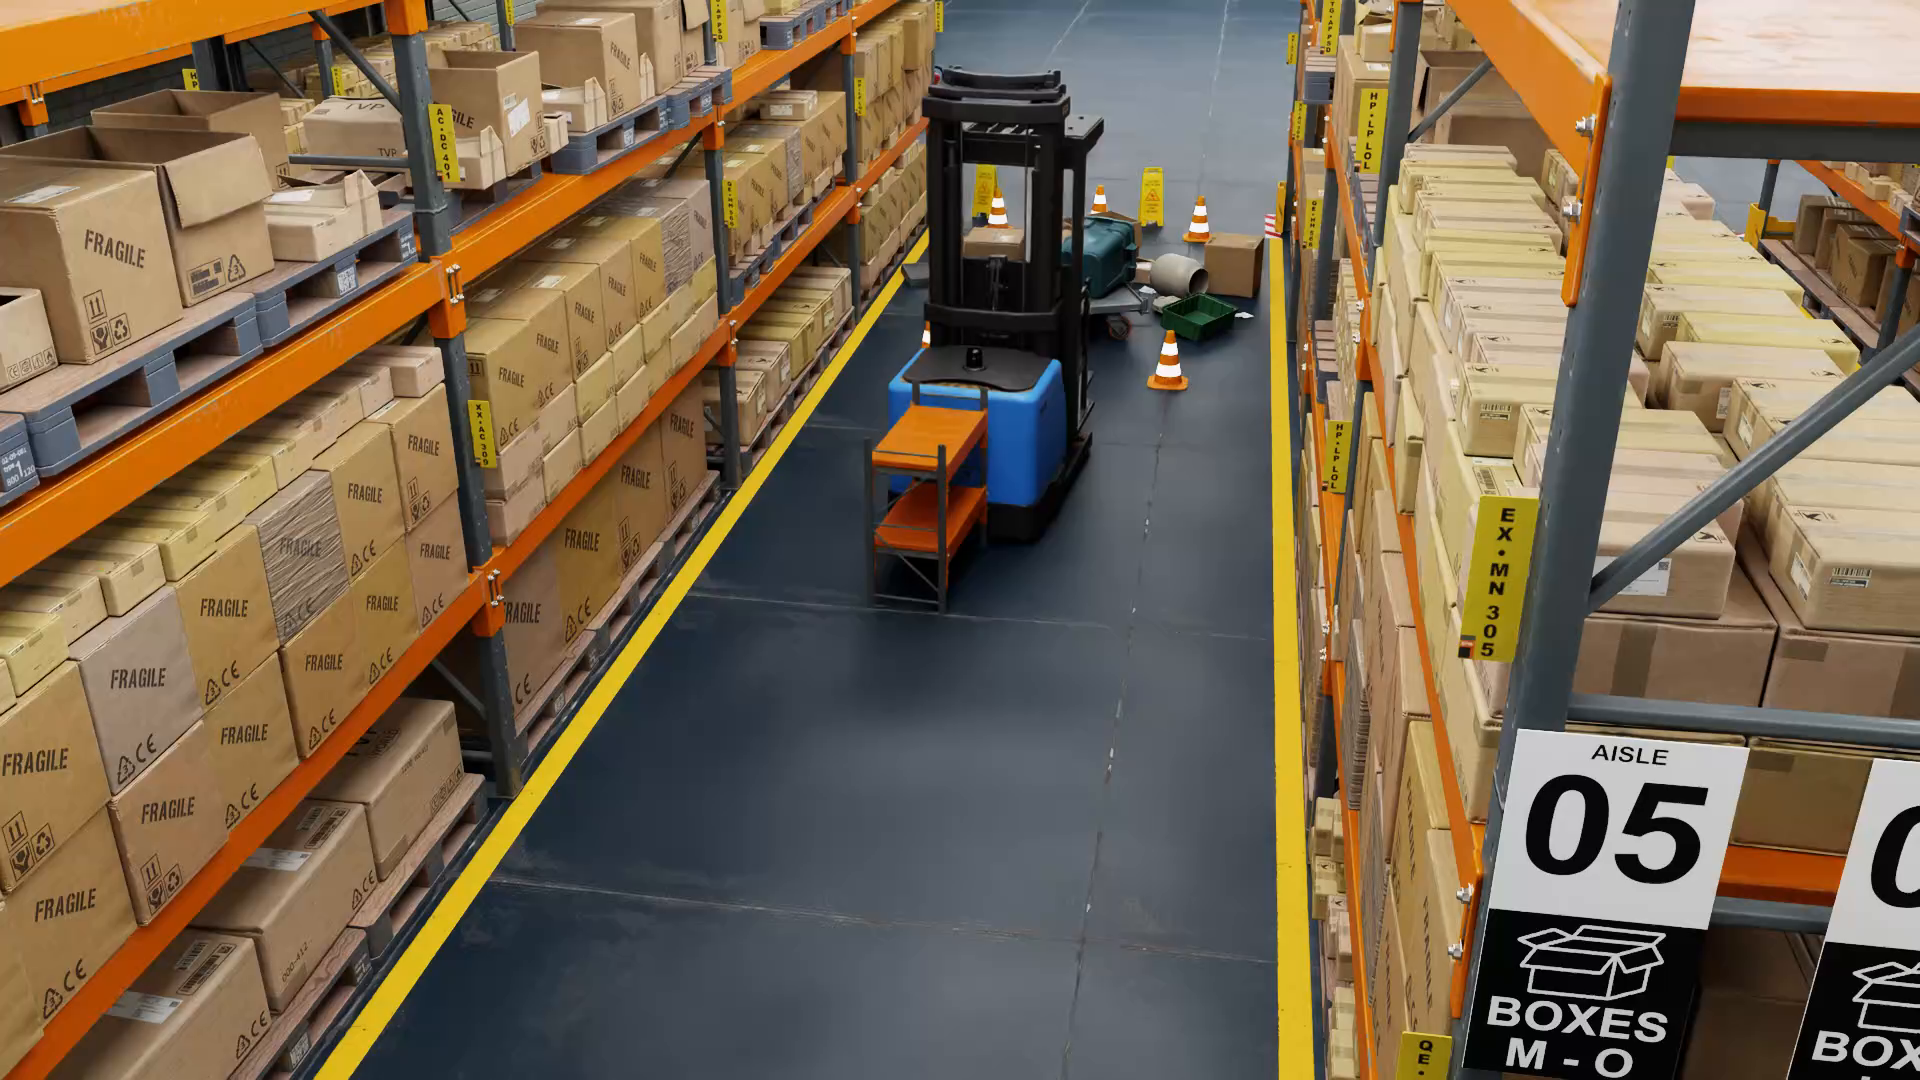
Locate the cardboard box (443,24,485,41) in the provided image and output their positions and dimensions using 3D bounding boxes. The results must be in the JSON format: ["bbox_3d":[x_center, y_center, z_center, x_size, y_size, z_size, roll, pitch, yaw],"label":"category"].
[{"bbox_3d":[-5.537,-5.661,18.571,0.380,0.149,0.250,4,25,9],"label":"cardboard box"}]

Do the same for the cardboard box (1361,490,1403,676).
[{"bbox_3d":[1.663,0.171,5.698,0.500,0.500,0.500,4,25,9],"label":"cardboard box"}]

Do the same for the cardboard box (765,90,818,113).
[{"bbox_3d":[-1.386,-3.607,13.689,0.380,0.149,0.250,3,25,7],"label":"cardboard box"}]

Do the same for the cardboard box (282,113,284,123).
[{"bbox_3d":[-6.284,-3.756,14.854,0.380,0.149,0.250,4,25,8],"label":"cardboard box"}]

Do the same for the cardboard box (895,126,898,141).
[{"bbox_3d":[-0.834,-4.079,16.722,0.380,0.149,0.250,4,25,8],"label":"cardboard box"}]

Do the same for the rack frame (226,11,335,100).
[{"bbox_3d":[-6.331,-3.783,15.795,1.000,3.000,0.127,4,25,9],"label":"rack frame"}]

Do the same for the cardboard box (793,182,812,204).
[{"bbox_3d":[-1.426,-2.858,13.618,0.380,0.149,0.250,4,25,8],"label":"cardboard box"}]

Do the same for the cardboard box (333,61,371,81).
[{"bbox_3d":[-6.000,-4.593,16.290,0.380,0.149,0.250,4,25,8],"label":"cardboard box"}]

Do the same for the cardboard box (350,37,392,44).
[{"bbox_3d":[-6.262,-5.269,17.734,0.380,0.149,0.250,3,25,7],"label":"cardboard box"}]

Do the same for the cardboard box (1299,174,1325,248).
[{"bbox_3d":[2.949,-2.564,13.072,0.500,0.500,0.500,4,25,8],"label":"cardboard box"}]

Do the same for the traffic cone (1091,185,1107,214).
[{"bbox_3d":[1.573,-3.761,18.740,0.336,0.463,0.334,4,25,9],"label":"traffic cone"}]

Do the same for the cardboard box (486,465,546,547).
[{"bbox_3d":[-2.408,-0.193,8.301,0.500,0.250,0.500,3,25,7],"label":"cardboard box"}]

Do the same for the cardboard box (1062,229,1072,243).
[{"bbox_3d":[1.286,-2.743,16.357,0.797,0.637,0.503,4,25,9],"label":"cardboard box"}]

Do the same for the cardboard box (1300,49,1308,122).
[{"bbox_3d":[3.536,-4.087,14.993,0.875,0.550,0.550,4,25,9],"label":"cardboard box"}]

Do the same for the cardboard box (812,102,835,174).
[{"bbox_3d":[-1.362,-3.395,14.000,0.500,0.500,0.500,4,25,9],"label":"cardboard box"}]

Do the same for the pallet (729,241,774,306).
[{"bbox_3d":[-2.076,-1.987,12.183,1.213,0.211,1.003,4,25,9],"label":"pallet"}]

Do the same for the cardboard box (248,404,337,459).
[{"bbox_3d":[-2.701,-0.423,6.553,0.380,0.149,0.250,4,25,8],"label":"cardboard box"}]

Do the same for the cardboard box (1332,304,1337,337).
[{"bbox_3d":[2.541,-1.371,10.441,0.380,0.149,0.250,4,25,8],"label":"cardboard box"}]

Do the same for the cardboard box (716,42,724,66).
[{"bbox_3d":[-1.826,-3.293,11.366,0.396,0.266,0.258,4,25,9],"label":"cardboard box"}]

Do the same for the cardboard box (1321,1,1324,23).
[{"bbox_3d":[2.821,-3.853,11.674,0.500,0.500,0.500,4,25,9],"label":"cardboard box"}]

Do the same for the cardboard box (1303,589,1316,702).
[{"bbox_3d":[2.116,0.606,8.871,0.500,0.500,0.500,3,25,7],"label":"cardboard box"}]

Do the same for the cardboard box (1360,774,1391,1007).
[{"bbox_3d":[1.488,1.065,4.968,0.500,0.500,0.500,4,25,9],"label":"cardboard box"}]

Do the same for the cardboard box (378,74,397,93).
[{"bbox_3d":[-5.850,-4.555,16.560,0.380,0.149,0.250,5,25,10],"label":"cardboard box"}]

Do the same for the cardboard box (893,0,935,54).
[{"bbox_3d":[-0.648,-5.518,17.852,0.700,0.500,0.500,3,25,7],"label":"cardboard box"}]

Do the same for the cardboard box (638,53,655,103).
[{"bbox_3d":[-1.967,-2.656,9.510,0.396,0.266,0.258,3,25,7],"label":"cardboard box"}]

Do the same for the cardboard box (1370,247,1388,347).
[{"bbox_3d":[1.823,-0.910,6.294,0.500,0.250,0.500,5,26,11],"label":"cardboard box"}]

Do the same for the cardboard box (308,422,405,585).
[{"bbox_3d":[-2.636,-0.165,6.767,0.500,0.500,0.500,4,25,8],"label":"cardboard box"}]

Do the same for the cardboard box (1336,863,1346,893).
[{"bbox_3d":[1.831,1.413,7.209,0.380,0.149,0.250,4,25,9],"label":"cardboard box"}]

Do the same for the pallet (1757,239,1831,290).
[{"bbox_3d":[8.817,-2.795,16.973,1.003,0.211,1.213,4,25,9],"label":"pallet"}]

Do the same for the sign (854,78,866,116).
[{"bbox_3d":[-0.885,-3.929,14.739,0.100,0.325,0.005,4,25,9],"label":"sign"}]

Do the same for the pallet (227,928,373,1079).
[{"bbox_3d":[-3.139,1.992,6.745,1.003,0.211,1.213,4,25,9],"label":"pallet"}]

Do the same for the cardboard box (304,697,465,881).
[{"bbox_3d":[-2.949,1.130,7.824,0.875,0.438,0.875,4,25,8],"label":"cardboard box"}]

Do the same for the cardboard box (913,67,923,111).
[{"bbox_3d":[-0.683,-4.839,17.581,0.500,0.500,0.500,4,25,9],"label":"cardboard box"}]

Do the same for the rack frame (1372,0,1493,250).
[{"bbox_3d":[2.159,-2.512,6.001,1.000,3.000,0.127,4,25,9],"label":"rack frame"}]

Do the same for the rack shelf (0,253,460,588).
[{"bbox_3d":[-3.068,-0.292,5.645,1.077,0.370,4.000,4,25,9],"label":"rack shelf"}]

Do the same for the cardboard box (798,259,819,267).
[{"bbox_3d":[-1.602,-2.652,16.125,0.500,0.250,0.500,5,26,11],"label":"cardboard box"}]

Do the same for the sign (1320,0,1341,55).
[{"bbox_3d":[2.267,-3.138,10.174,0.100,0.325,0.005,4,25,9],"label":"sign"}]

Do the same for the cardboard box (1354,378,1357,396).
[{"bbox_3d":[2.206,-0.755,8.423,0.380,0.149,0.250,3,25,7],"label":"cardboard box"}]

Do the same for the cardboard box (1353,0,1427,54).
[{"bbox_3d":[2.391,-2.852,9.246,0.396,0.266,0.258,4,25,9],"label":"cardboard box"}]

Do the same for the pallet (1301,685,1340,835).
[{"bbox_3d":[2.285,1.143,8.560,1.003,0.211,1.213,4,25,9],"label":"pallet"}]

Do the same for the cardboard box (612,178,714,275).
[{"bbox_3d":[-1.913,-2.032,10.755,0.500,0.500,0.500,3,25,7],"label":"cardboard box"}]

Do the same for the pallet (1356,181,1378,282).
[{"bbox_3d":[2.365,-1.319,7.213,1.213,0.211,1.003,4,25,9],"label":"pallet"}]

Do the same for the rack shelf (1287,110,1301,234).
[{"bbox_3d":[3.793,-3.651,16.361,1.077,0.370,4.000,4,25,9],"label":"rack shelf"}]

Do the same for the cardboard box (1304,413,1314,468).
[{"bbox_3d":[2.461,-0.594,10.549,0.500,0.250,0.500,3,25,6],"label":"cardboard box"}]

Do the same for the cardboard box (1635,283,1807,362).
[{"bbox_3d":[2.066,-0.586,4.543,0.380,0.149,0.250,5,26,10],"label":"cardboard box"}]

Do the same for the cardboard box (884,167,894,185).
[{"bbox_3d":[-0.868,-3.624,16.551,0.380,0.149,0.250,5,26,12],"label":"cardboard box"}]

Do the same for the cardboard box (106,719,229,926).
[{"bbox_3d":[-2.877,0.927,5.614,0.500,0.500,0.500,4,25,8],"label":"cardboard box"}]

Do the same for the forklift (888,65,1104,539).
[{"bbox_3d":[0.383,-1.936,11.928,1.130,2.935,3.031,6,26,13],"label":"forklift"}]

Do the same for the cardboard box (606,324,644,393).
[{"bbox_3d":[-2.144,-1.059,9.562,0.500,0.250,0.500,3,25,7],"label":"cardboard box"}]

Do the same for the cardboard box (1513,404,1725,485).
[{"bbox_3d":[1.448,-0.182,3.680,0.380,0.149,0.250,3,25,7],"label":"cardboard box"}]

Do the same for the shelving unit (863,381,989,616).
[{"bbox_3d":[-0.198,-0.282,10.527,0.538,1.125,1.048,6,26,13],"label":"shelving unit"}]

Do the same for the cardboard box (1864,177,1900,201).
[{"bbox_3d":[8.170,-3.068,14.562,0.380,0.149,0.250,4,25,9],"label":"cardboard box"}]

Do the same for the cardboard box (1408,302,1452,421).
[{"bbox_3d":[1.592,-0.487,4.801,0.500,0.250,0.500,3,25,6],"label":"cardboard box"}]

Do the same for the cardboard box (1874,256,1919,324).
[{"bbox_3d":[8.534,-2.217,14.902,0.500,0.500,0.500,13,28,25],"label":"cardboard box"}]

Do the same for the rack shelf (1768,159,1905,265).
[{"bbox_3d":[8.670,-3.265,15.536,1.077,0.370,4.000,4,25,9],"label":"rack shelf"}]
